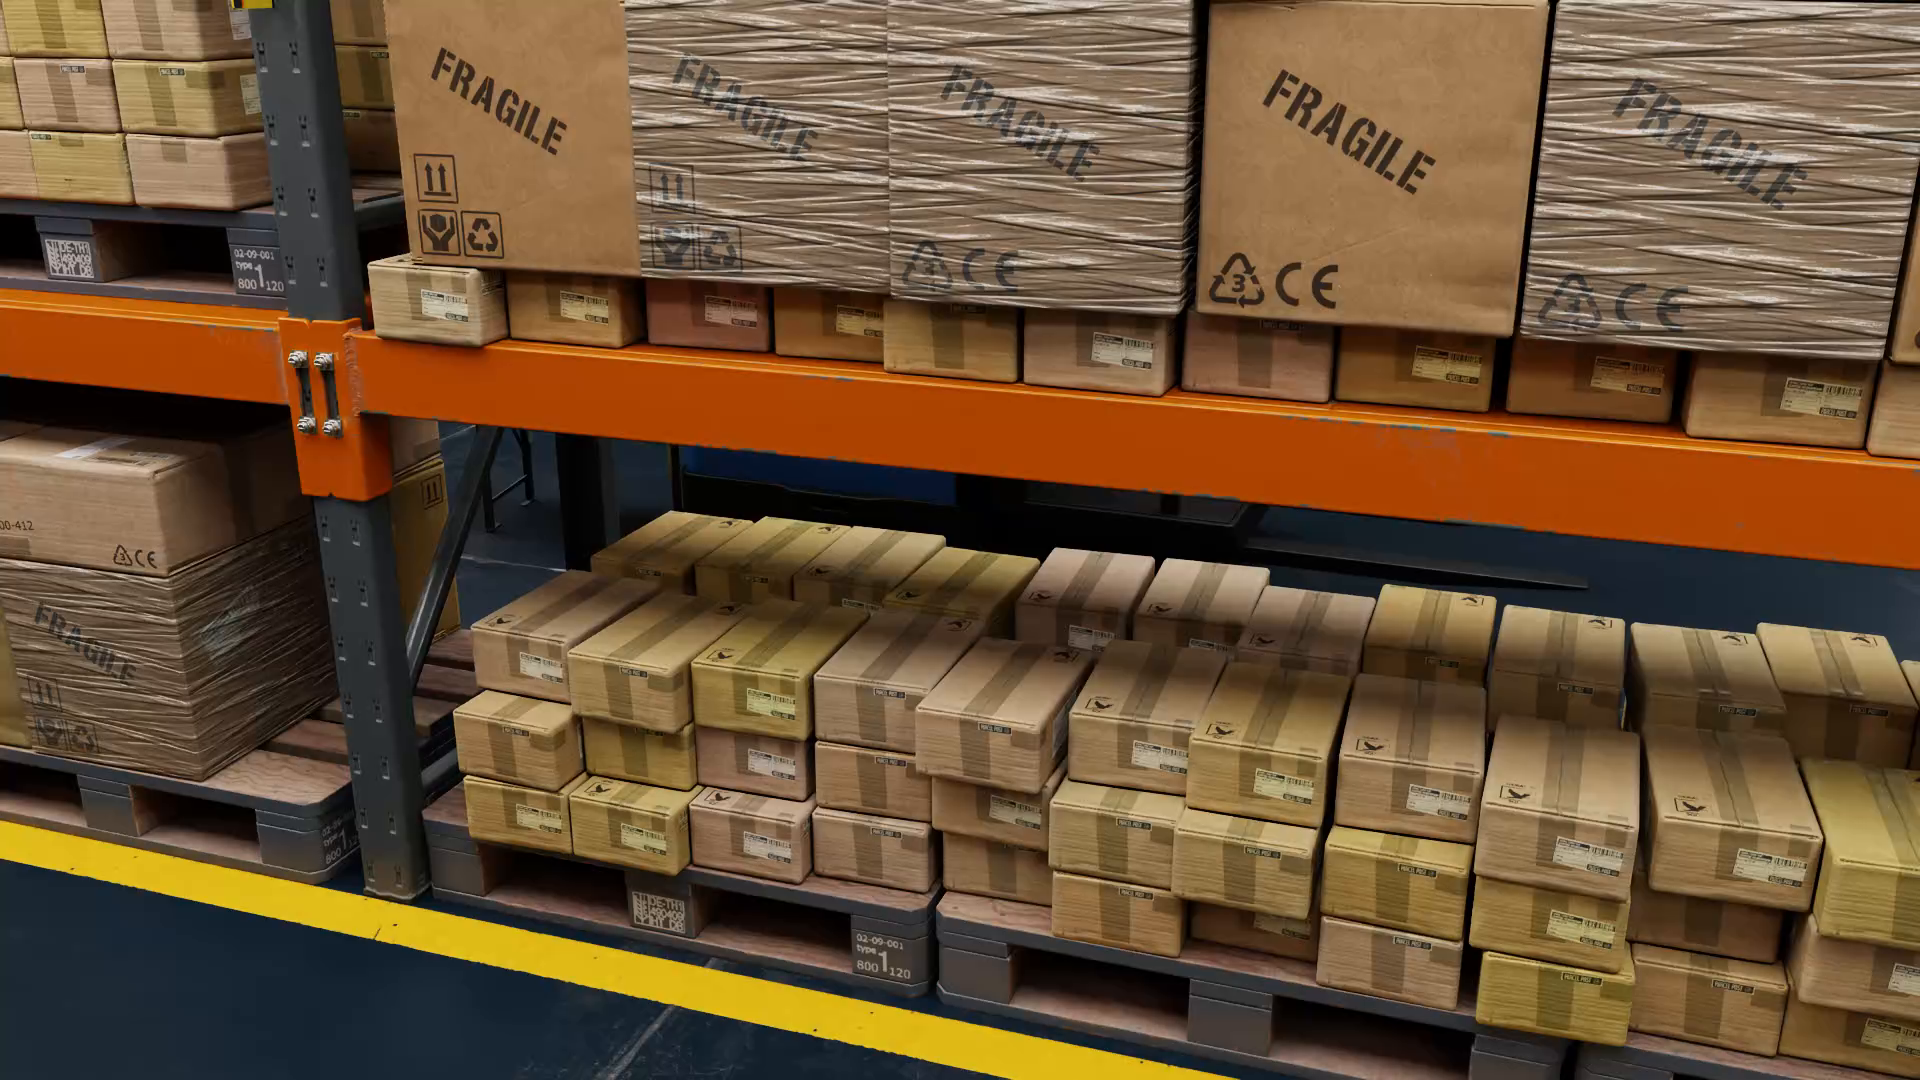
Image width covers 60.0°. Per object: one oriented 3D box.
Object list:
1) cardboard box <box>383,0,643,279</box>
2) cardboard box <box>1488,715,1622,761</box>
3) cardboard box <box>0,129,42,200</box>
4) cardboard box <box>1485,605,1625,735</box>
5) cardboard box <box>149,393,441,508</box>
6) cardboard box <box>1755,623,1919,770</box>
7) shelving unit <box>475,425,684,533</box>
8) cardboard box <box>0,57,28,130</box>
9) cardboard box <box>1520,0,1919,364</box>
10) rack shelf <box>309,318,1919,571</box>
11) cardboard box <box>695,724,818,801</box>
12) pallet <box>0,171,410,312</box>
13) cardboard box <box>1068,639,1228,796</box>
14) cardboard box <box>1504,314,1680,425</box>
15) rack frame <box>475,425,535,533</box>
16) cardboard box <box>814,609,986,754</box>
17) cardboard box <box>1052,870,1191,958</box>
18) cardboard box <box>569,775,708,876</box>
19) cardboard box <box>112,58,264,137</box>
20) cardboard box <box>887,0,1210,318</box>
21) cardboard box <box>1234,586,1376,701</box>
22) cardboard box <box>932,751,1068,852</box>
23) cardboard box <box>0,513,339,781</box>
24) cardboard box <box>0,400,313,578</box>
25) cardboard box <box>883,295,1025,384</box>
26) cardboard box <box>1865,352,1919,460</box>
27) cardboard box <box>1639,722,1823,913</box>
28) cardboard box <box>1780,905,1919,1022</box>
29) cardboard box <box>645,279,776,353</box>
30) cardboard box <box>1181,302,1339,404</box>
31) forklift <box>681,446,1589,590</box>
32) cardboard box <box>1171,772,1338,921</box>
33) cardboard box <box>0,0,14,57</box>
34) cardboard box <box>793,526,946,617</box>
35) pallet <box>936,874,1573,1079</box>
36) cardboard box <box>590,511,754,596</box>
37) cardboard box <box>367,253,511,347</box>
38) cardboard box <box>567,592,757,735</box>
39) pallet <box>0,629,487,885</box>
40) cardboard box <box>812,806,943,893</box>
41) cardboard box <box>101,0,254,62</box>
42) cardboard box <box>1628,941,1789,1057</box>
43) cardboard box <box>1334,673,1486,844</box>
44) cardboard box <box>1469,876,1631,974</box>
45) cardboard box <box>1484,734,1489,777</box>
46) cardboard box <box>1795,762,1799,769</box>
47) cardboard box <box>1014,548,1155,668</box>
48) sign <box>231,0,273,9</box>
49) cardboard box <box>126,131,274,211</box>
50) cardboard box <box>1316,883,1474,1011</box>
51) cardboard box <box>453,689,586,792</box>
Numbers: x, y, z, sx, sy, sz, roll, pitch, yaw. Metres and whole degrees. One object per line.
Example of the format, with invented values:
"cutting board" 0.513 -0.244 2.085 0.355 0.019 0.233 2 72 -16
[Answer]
"cardboard box" -0.740 -0.816 3.256 0.500 0.500 0.500 6 20 17
"cardboard box" 1.254 0.436 3.508 0.250 0.149 0.380 6 20 15
"cardboard box" -2.046 -0.876 3.777 0.250 0.149 0.380 6 20 18
"cardboard box" 1.254 0.283 3.495 0.250 0.149 0.380 7 21 20
"cardboard box" -1.737 -0.294 4.383 0.500 0.250 0.500 6 20 16
"cardboard box" 1.774 0.317 3.398 0.250 0.149 0.380 6 20 18
"shelving unit" -1.351 -0.781 6.038 0.755 1.500 0.431 3 19 9
"cardboard box" -2.049 -1.018 3.730 0.250 0.149 0.380 7 21 20
"cardboard box" 1.177 -0.593 2.617 0.500 0.500 0.500 7 20 18
"rack shelf" 0.764 -0.204 3.198 4.000 0.370 1.077 7 20 18
"cardboard box" -0.377 0.401 3.611 0.250 0.149 0.380 6 20 18
"pallet" -1.799 -0.797 4.098 1.213 0.211 1.003 7 20 18
"cardboard box" 0.380 0.346 3.314 0.250 0.149 0.380 6 20 16
"cardboard box" 1.065 -0.323 2.828 0.250 0.149 0.380 6 20 16
"rack frame" -1.712 -0.801 6.096 0.023 1.500 0.400 3 19 9
"cardboard box" -0.118 0.290 3.477 0.250 0.149 0.380 6 20 17
"cardboard box" 0.352 0.655 3.334 0.250 0.149 0.380 6 20 17
"cardboard box" -0.635 0.556 3.618 0.250 0.149 0.380 7 20 20
"cardboard box" -1.566 -0.962 3.570 0.250 0.149 0.380 7 20 20
"cardboard box" 0.194 -0.699 2.921 0.500 0.500 0.500 6 20 17
"cardboard box" 0.751 0.243 3.610 0.250 0.149 0.380 7 20 18
"cardboard box" 0.129 0.468 3.419 0.250 0.149 0.380 8 21 21
"cardboard box" -1.907 0.220 4.046 0.500 0.500 0.500 6 20 17
"cardboard box" -1.912 -0.134 3.924 0.500 0.250 0.500 6 20 17
"cardboard box" 0.044 -0.413 3.086 0.250 0.149 0.380 7 20 19
"cardboard box" 1.539 -0.238 2.583 0.250 0.149 0.380 7 20 20
"cardboard box" 1.341 0.479 2.933 0.250 0.149 0.380 6 20 16
"cardboard box" 1.570 0.656 2.880 0.250 0.149 0.380 6 20 16
"cardboard box" -0.428 -0.492 3.312 0.250 0.149 0.380 6 20 16
"cardboard box" 0.563 -0.367 2.955 0.250 0.149 0.380 7 21 20
"forklift" 0.588 -1.310 5.381 3.031 2.935 1.130 7 20 20
"cardboard box" 0.571 0.549 3.185 0.250 0.149 0.380 7 20 19
"cardboard box" -2.066 -1.161 3.688 0.250 0.149 0.380 6 20 16
"cardboard box" -0.212 0.104 4.009 0.250 0.149 0.380 6 20 18
"pallet" 0.677 0.749 3.605 1.213 0.211 1.003 7 20 18
"cardboard box" -0.704 0.064 4.124 0.250 0.149 0.380 7 20 20
"cardboard box" -0.965 -0.509 3.361 0.250 0.149 0.380 7 21 20
"cardboard box" -0.627 0.257 3.572 0.250 0.149 0.380 8 21 21
"pallet" -1.861 0.473 4.398 1.213 0.211 1.003 7 20 18
"cardboard box" -0.127 0.578 3.553 0.250 0.149 0.380 6 20 17
"cardboard box" -1.568 -1.103 3.524 0.250 0.149 0.380 8 21 21
"cardboard box" 1.353 0.754 3.050 0.250 0.149 0.380 7 20 19
"cardboard box" 0.857 0.405 3.147 0.250 0.149 0.380 6 20 16
"cardboard box" 1.076 0.604 3.029 0.250 0.149 0.380 7 20 19
"cardboard box" 1.068 0.523 3.713 0.250 0.149 0.380 6 20 15
"cardboard box" 1.742 0.497 3.335 0.250 0.149 0.380 7 20 19
"cardboard box" 0.294 0.157 3.857 0.250 0.149 0.380 6 20 15
"sign" -1.304 -1.134 3.013 0.005 0.325 0.100 7 20 18
"cardboard box" -1.565 -0.821 3.618 0.250 0.149 0.380 6 20 17
"cardboard box" 0.839 0.710 3.176 0.250 0.149 0.380 7 20 19
"cardboard box" -0.888 0.386 3.653 0.250 0.149 0.380 8 21 21
